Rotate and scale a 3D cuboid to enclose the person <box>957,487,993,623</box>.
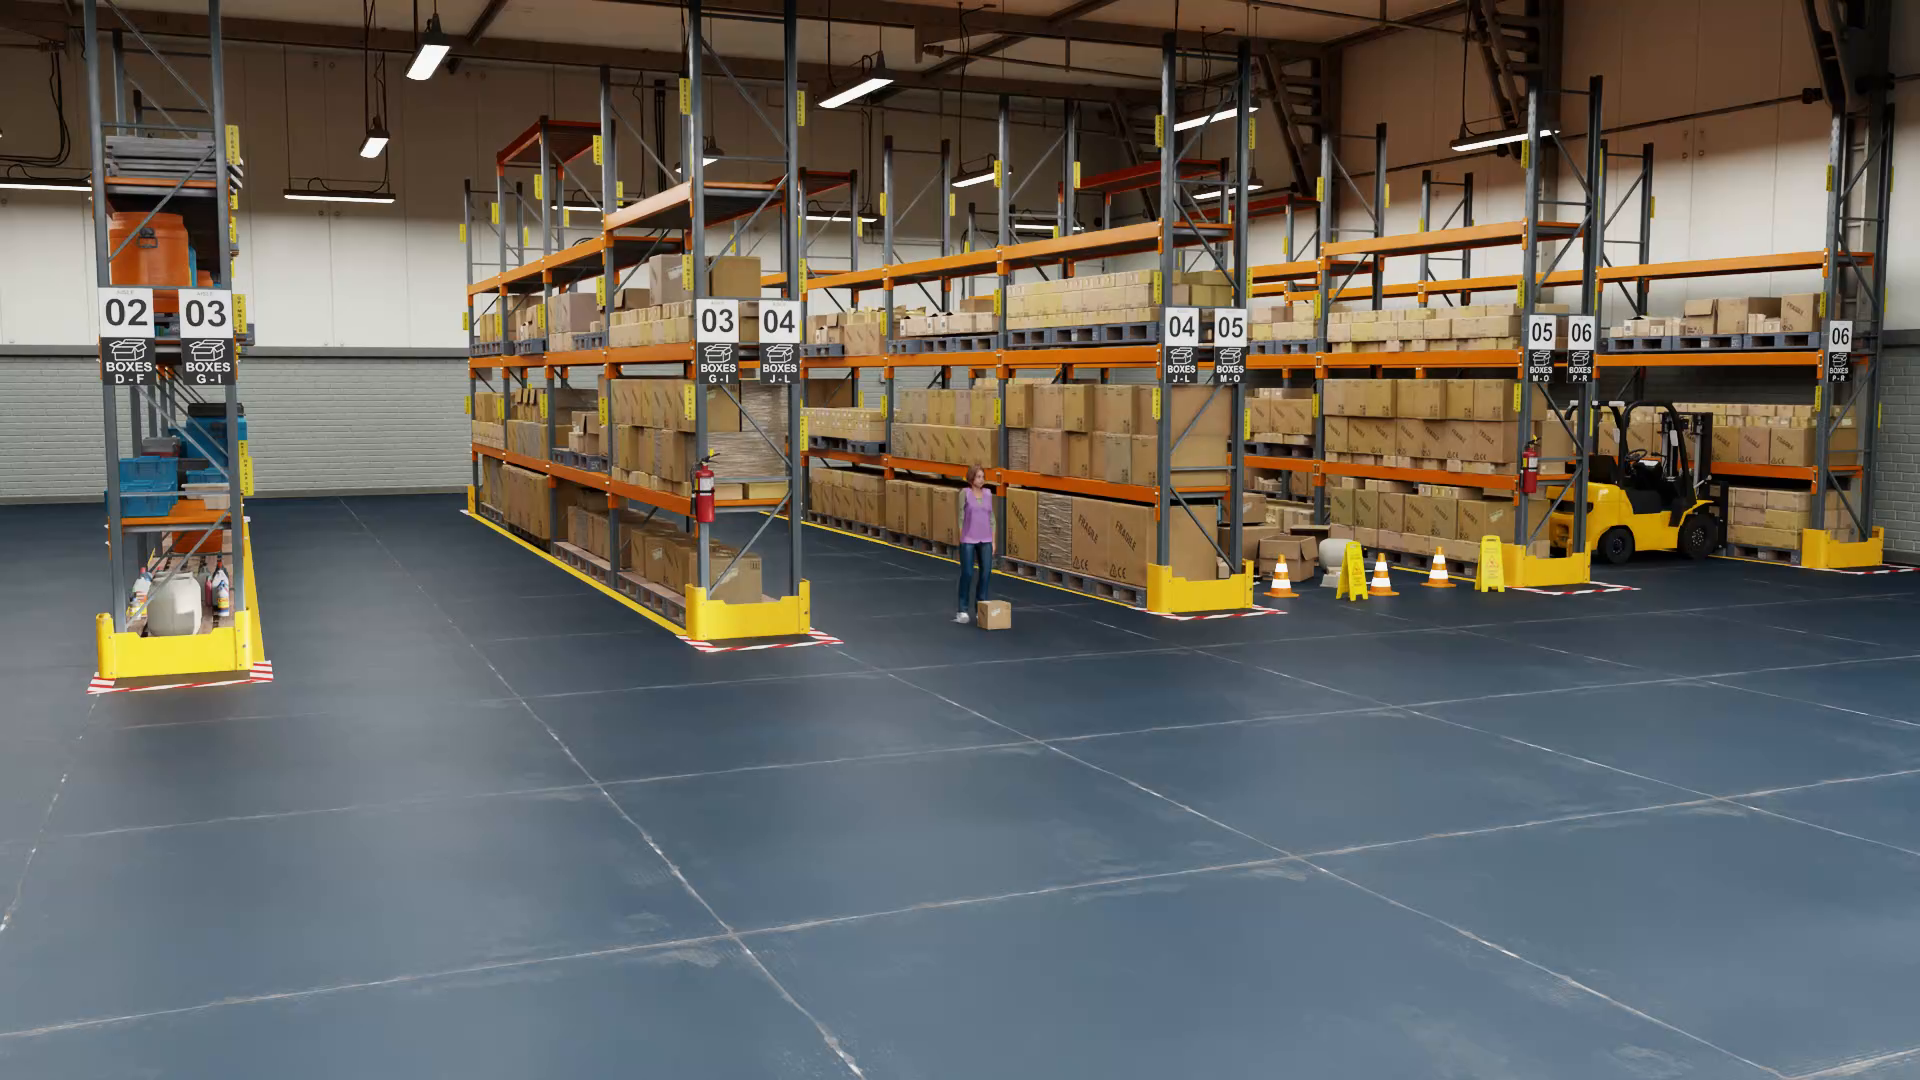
[{"bbox_3d":[0.159,0.156,16.894,0.361,1.387,0.300,-2,6,-22],"label":"person"}]
